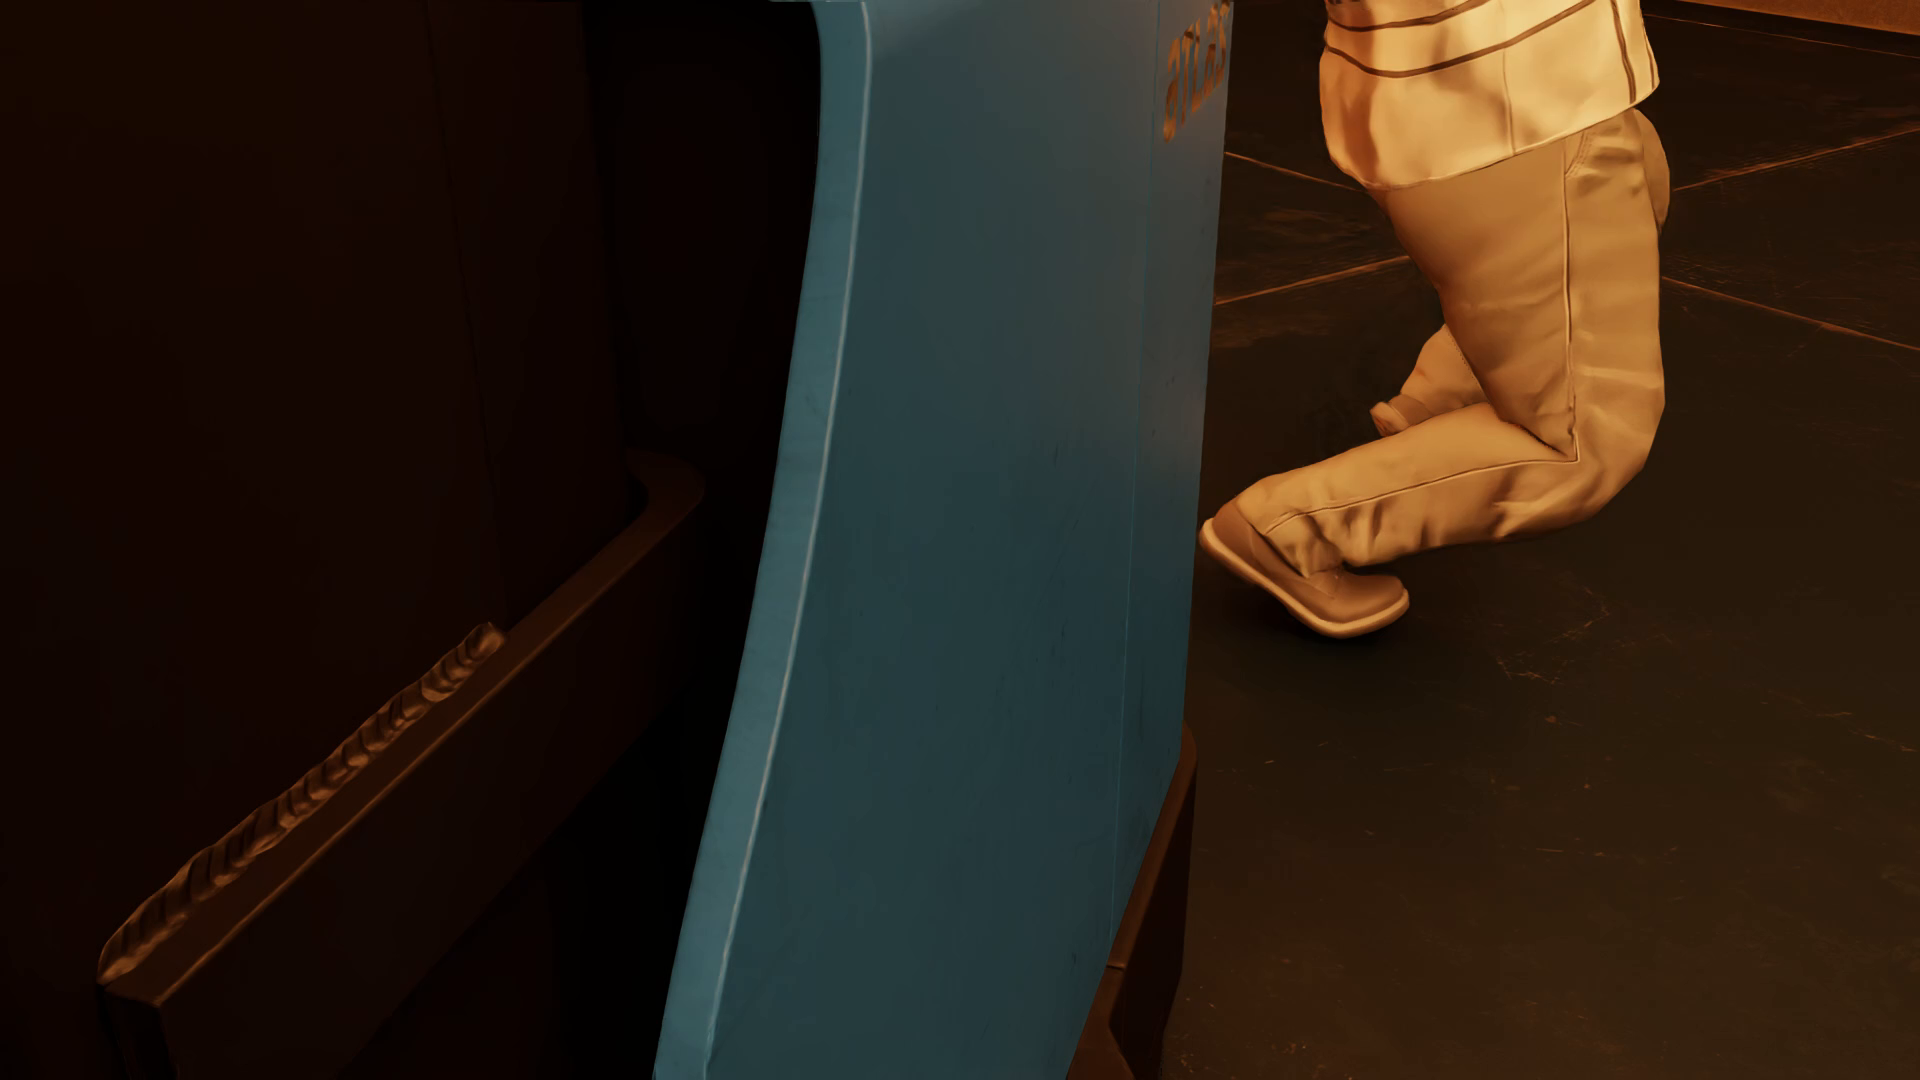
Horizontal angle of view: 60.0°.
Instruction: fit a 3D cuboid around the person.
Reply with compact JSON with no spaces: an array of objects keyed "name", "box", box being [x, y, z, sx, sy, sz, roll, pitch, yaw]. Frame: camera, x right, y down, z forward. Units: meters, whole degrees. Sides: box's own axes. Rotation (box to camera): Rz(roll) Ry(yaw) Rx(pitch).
[{"name":"person","box":[0.623,-0.699,2.193,0.777,1.577,1.011,-1,27,-3]}]
